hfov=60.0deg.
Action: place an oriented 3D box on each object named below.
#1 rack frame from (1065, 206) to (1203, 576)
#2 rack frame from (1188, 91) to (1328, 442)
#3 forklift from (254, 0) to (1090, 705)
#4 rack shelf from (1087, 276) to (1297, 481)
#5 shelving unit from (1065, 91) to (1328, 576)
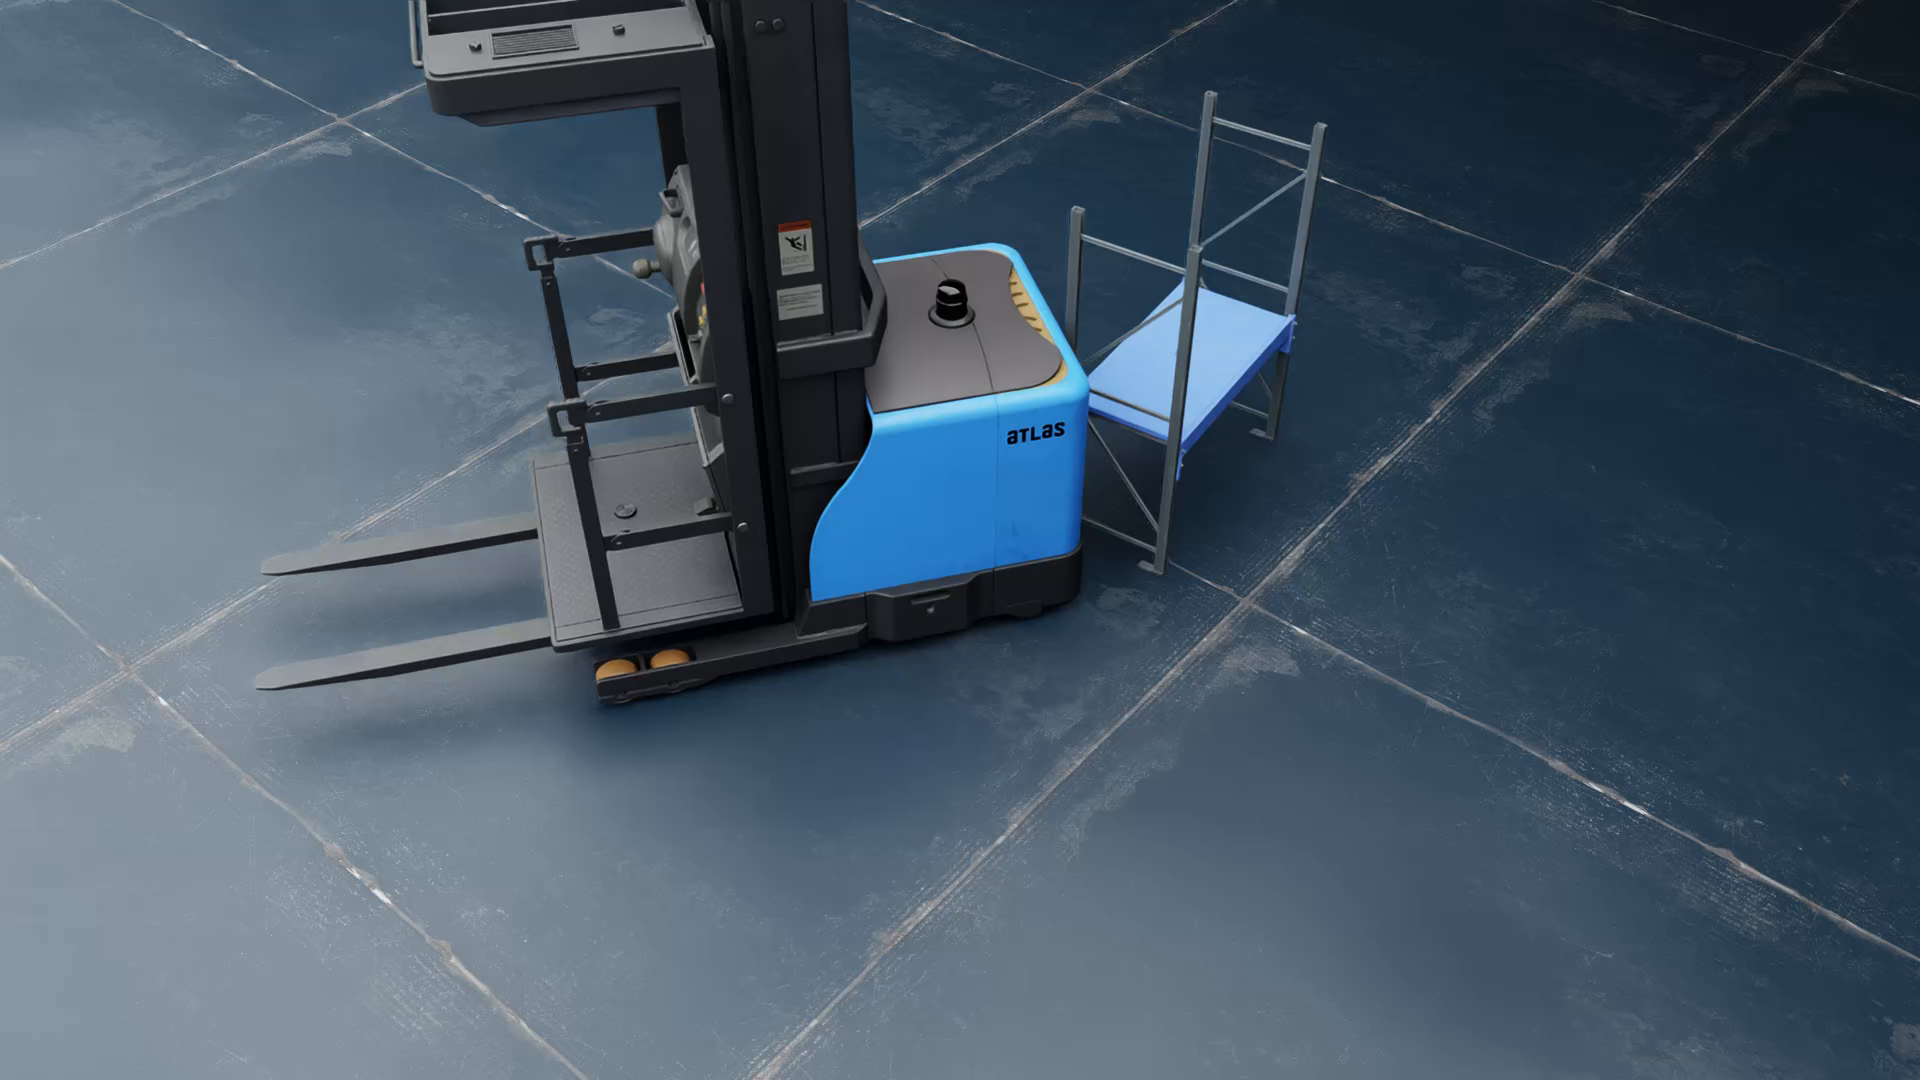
[{"bbox_3d":[0.603,-0.512,6.198,0.500,1.500,0.032,24,47,24],"label":"rack frame"},{"bbox_3d":[1.161,-1.084,6.827,0.500,1.500,0.032,24,47,24],"label":"rack frame"},{"bbox_3d":[-1.107,-0.882,5.541,3.031,2.935,1.130,-10,43,-11],"label":"forklift"},{"bbox_3d":[0.882,-0.665,6.634,0.538,0.185,1.000,24,47,24],"label":"rack shelf"},{"bbox_3d":[0.882,-0.798,6.513,0.538,1.500,1.048,24,47,24],"label":"shelving unit"}]
